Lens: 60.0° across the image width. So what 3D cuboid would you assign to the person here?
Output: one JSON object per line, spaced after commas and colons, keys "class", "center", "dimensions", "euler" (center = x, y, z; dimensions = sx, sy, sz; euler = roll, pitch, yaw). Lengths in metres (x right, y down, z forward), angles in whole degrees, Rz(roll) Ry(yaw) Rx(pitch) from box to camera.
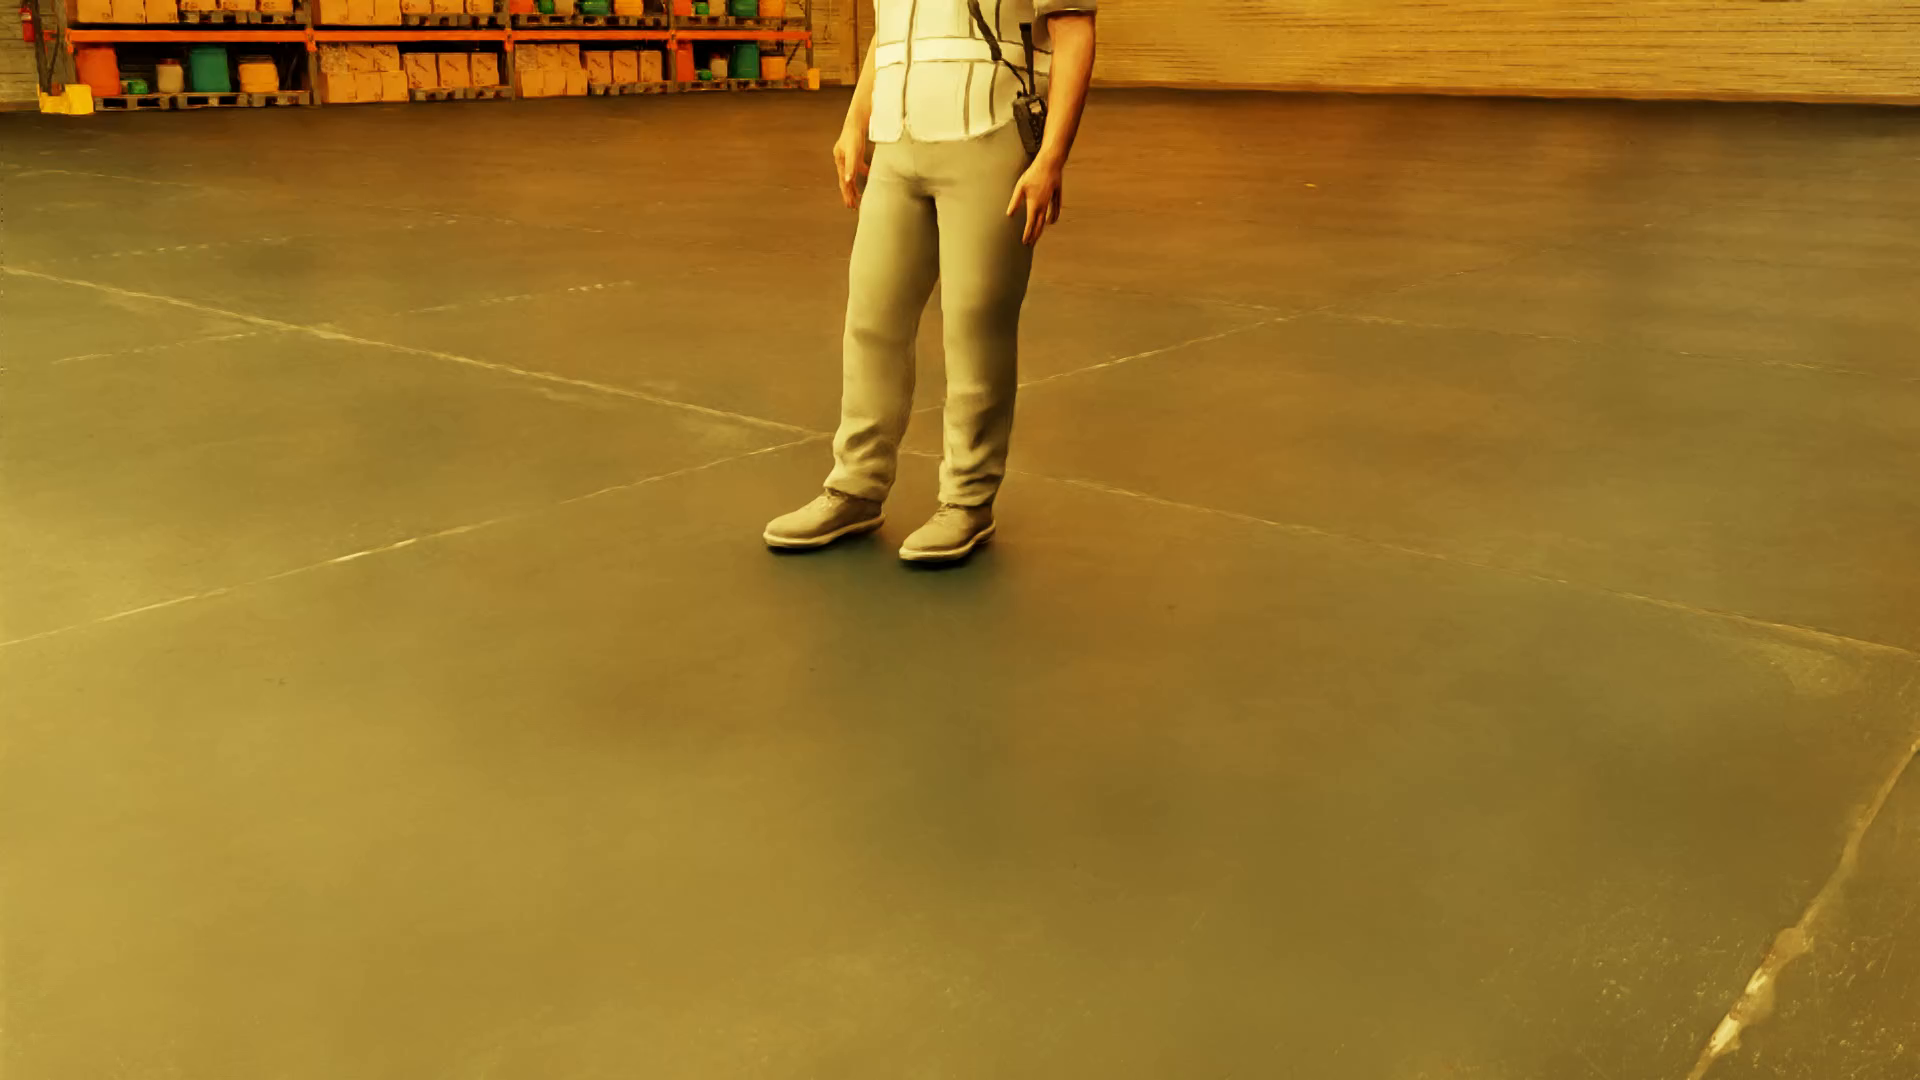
{"class": "person", "center": [-0.059, -0.845, 3.630], "dimensions": [0.640, 1.781, 0.574], "euler": [13, 21, 37]}
